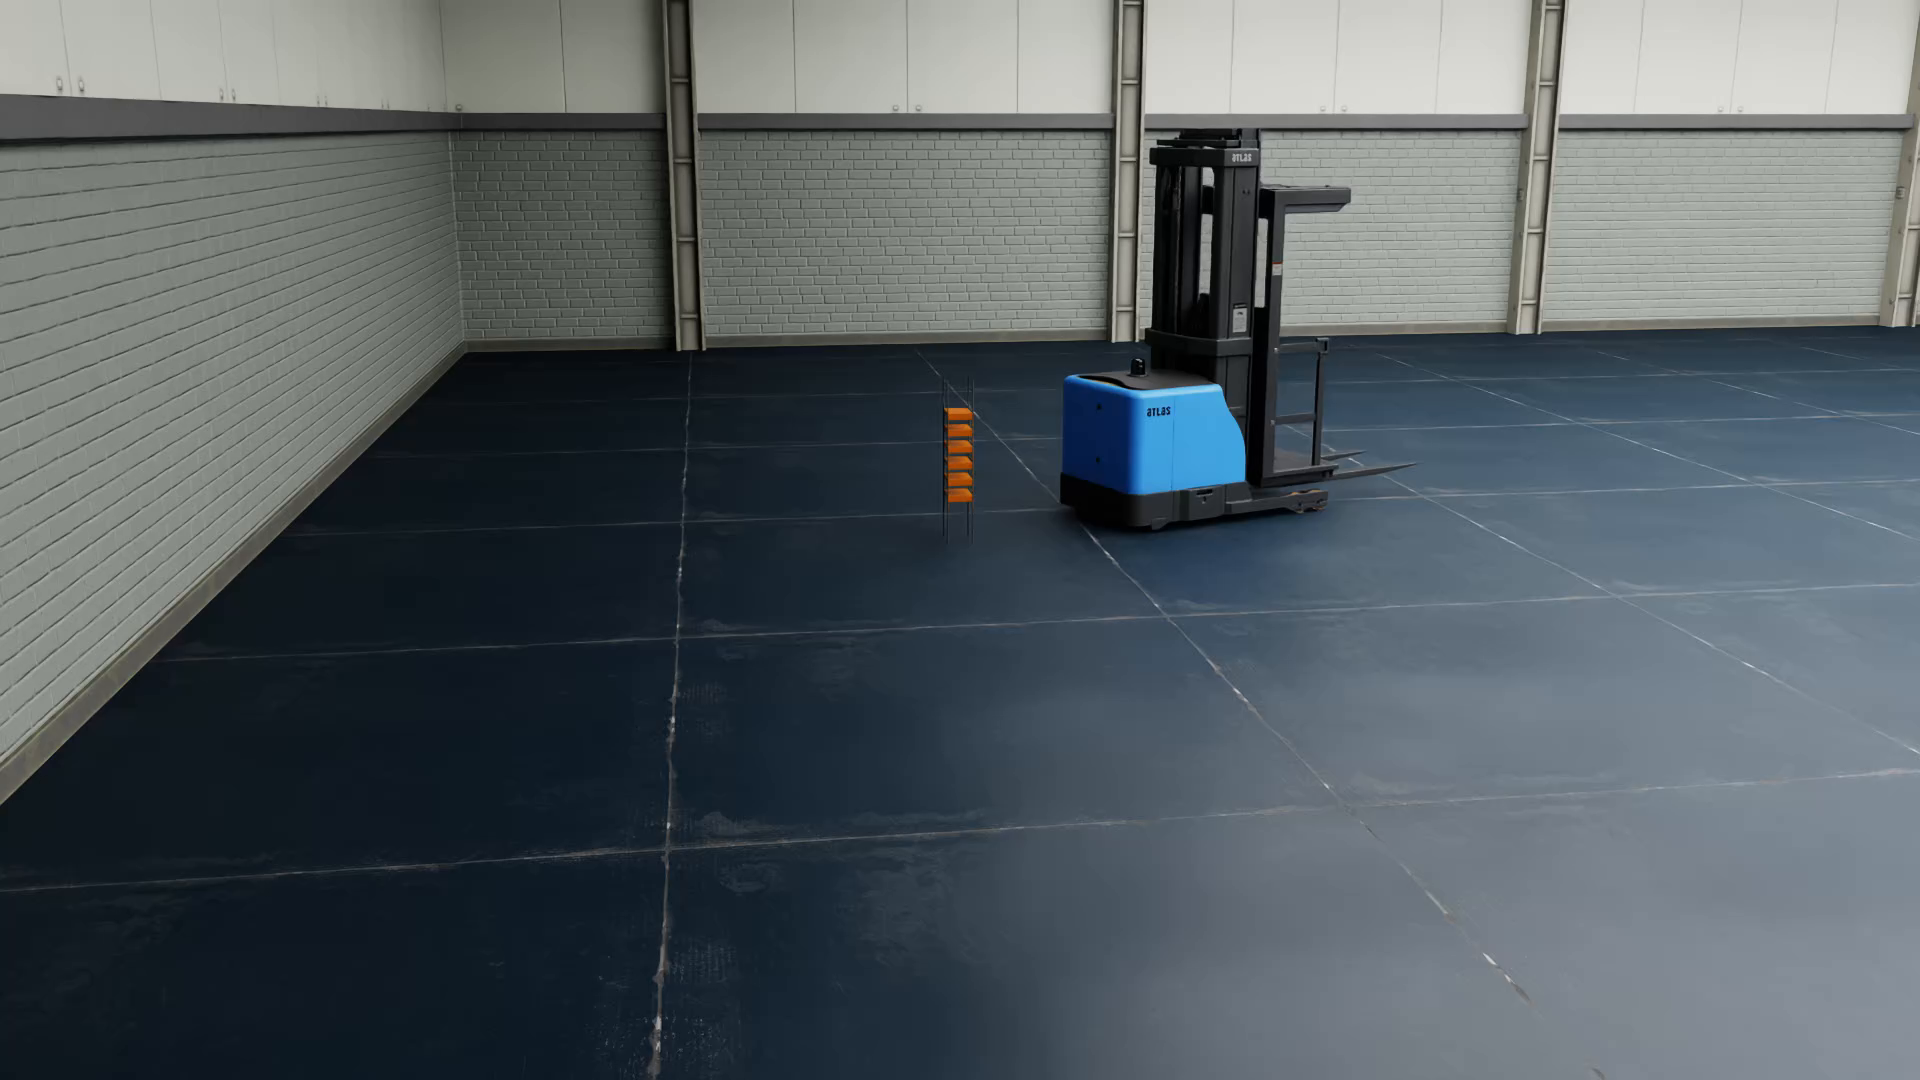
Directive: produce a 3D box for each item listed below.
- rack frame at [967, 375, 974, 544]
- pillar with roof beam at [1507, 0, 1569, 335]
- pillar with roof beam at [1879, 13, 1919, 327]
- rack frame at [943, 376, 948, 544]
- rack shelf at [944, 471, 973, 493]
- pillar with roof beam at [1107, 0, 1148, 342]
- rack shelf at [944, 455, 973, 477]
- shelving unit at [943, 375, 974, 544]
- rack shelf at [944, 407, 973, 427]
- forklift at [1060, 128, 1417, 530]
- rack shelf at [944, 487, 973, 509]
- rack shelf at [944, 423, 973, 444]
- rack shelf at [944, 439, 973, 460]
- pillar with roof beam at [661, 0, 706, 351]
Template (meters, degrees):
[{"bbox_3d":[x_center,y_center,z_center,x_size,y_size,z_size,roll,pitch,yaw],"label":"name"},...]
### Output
[{"bbox_3d":[0.076,-0.585,12.087,0.006,1.200,0.240,-2,14,-8],"label":"rack frame"},{"bbox_3d":[8.863,-6.351,19.048,0.400,9.000,9.100,-2,14,-8],"label":"pillar with roof beam"},{"bbox_3d":[14.796,-6.569,19.915,0.400,9.000,9.100,-2,14,-8],"label":"pillar with roof beam"},{"bbox_3d":[-0.105,-0.578,12.061,0.006,1.200,0.240,-2,14,-8],"label":"rack frame"},{"bbox_3d":[-0.014,-0.422,12.114,0.180,0.103,0.258,-2,14,-8],"label":"rack shelf"},{"bbox_3d":[2.930,-6.134,18.181,0.400,9.000,9.100,-2,14,-8],"label":"pillar with roof beam"},{"bbox_3d":[-0.014,-0.538,12.085,0.180,0.103,0.258,-2,14,-8],"label":"rack shelf"},{"bbox_3d":[-0.014,-0.581,12.074,0.189,1.200,0.258,-2,14,-8],"label":"shelving unit"},{"bbox_3d":[-0.014,-0.888,11.997,0.180,0.103,0.258,-2,14,-8],"label":"rack shelf"},{"bbox_3d":[2.327,-1.733,13.107,3.031,2.935,1.130,-8,16,-28],"label":"forklift"},{"bbox_3d":[-0.014,-0.306,12.143,0.180,0.103,0.258,-2,14,-8],"label":"rack shelf"},{"bbox_3d":[-0.014,-0.771,12.026,0.180,0.103,0.258,-2,14,-8],"label":"rack shelf"},{"bbox_3d":[-0.014,-0.655,12.055,0.180,0.103,0.258,-2,14,-8],"label":"rack shelf"},{"bbox_3d":[-3.003,-5.916,17.314,0.400,9.000,9.100,-2,14,-8],"label":"pillar with roof beam"}]
